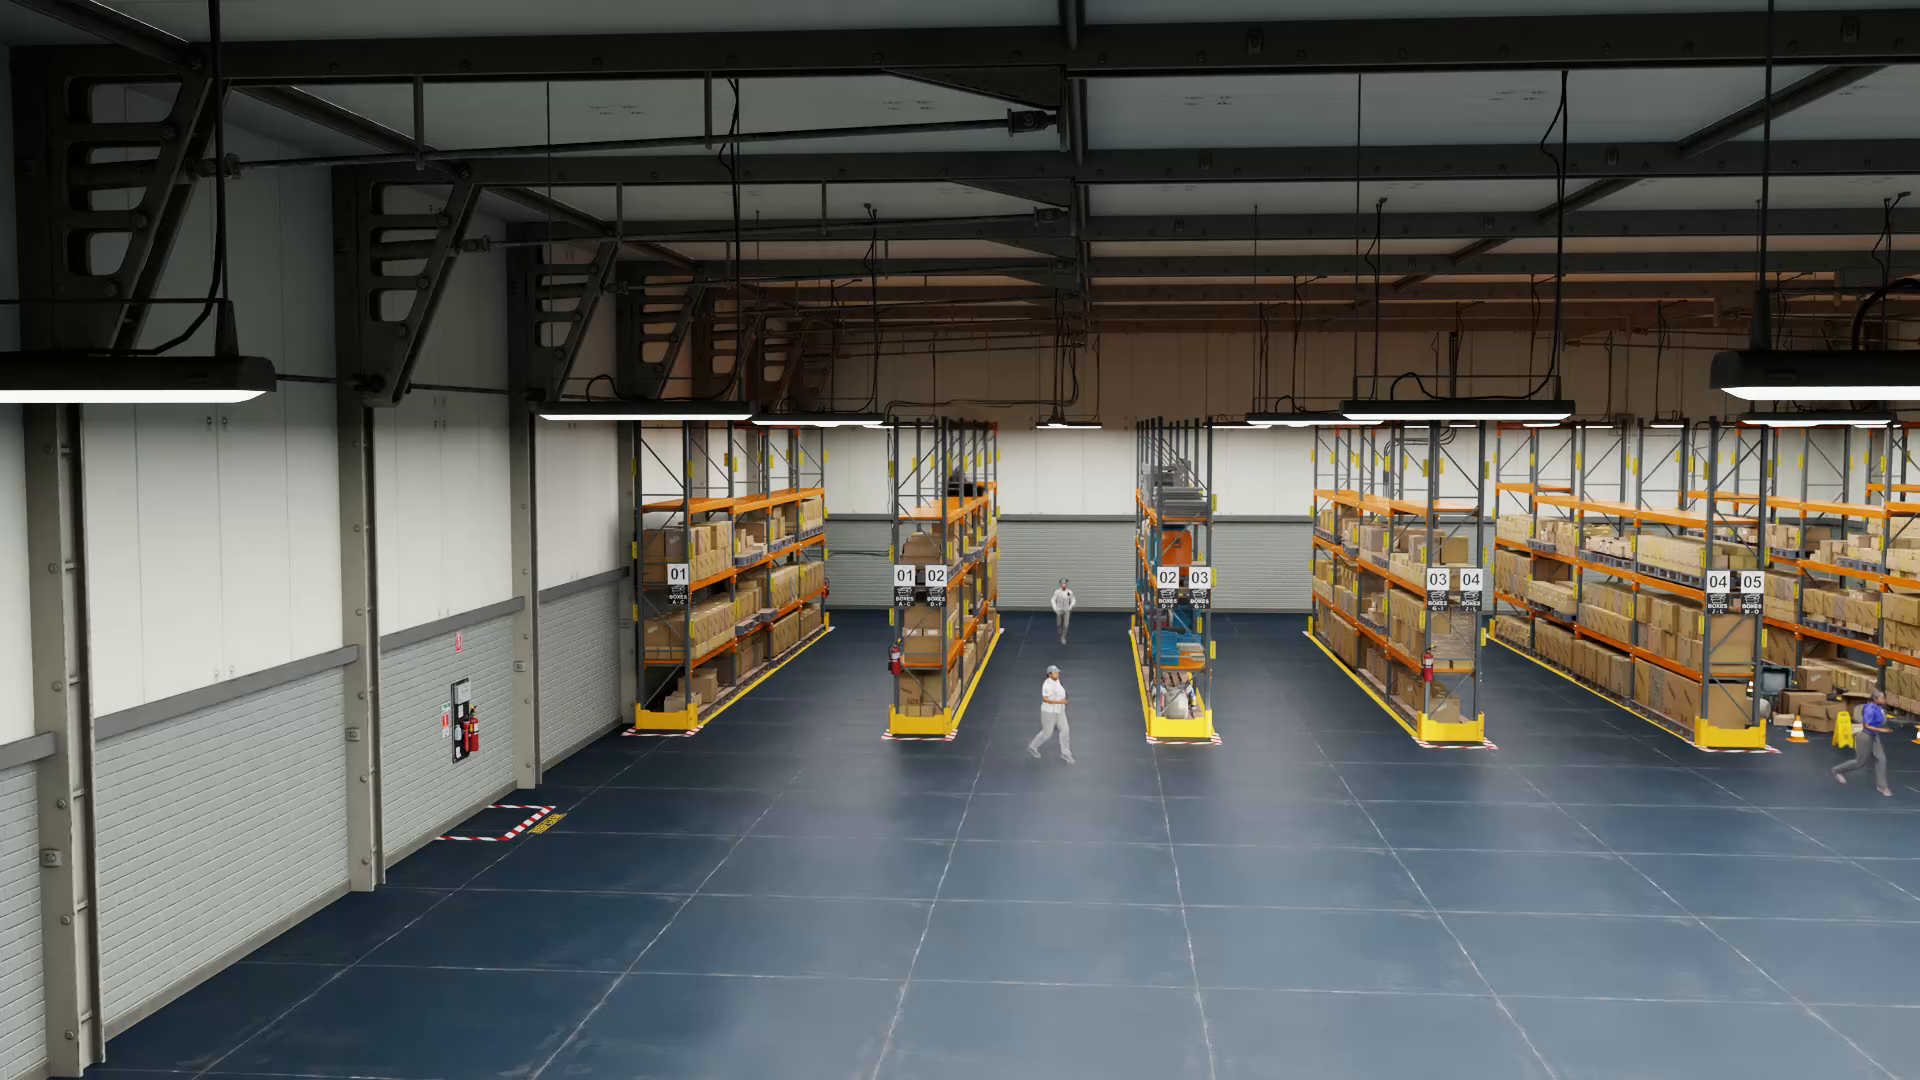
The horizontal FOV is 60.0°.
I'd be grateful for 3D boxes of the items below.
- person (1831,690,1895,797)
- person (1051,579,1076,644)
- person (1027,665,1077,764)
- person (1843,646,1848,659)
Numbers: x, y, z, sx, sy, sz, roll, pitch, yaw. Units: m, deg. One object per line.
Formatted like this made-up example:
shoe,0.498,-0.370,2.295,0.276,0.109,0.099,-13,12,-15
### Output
person,14.363,3.199,26.402,0.948,1.672,0.610,4,5,45
person,2.677,1.819,42.888,0.639,1.669,0.611,0,4,6
person,1.589,3.018,28.803,0.892,1.691,0.613,2,4,32
person,21.600,2.195,40.715,0.654,1.744,0.532,0,4,2
